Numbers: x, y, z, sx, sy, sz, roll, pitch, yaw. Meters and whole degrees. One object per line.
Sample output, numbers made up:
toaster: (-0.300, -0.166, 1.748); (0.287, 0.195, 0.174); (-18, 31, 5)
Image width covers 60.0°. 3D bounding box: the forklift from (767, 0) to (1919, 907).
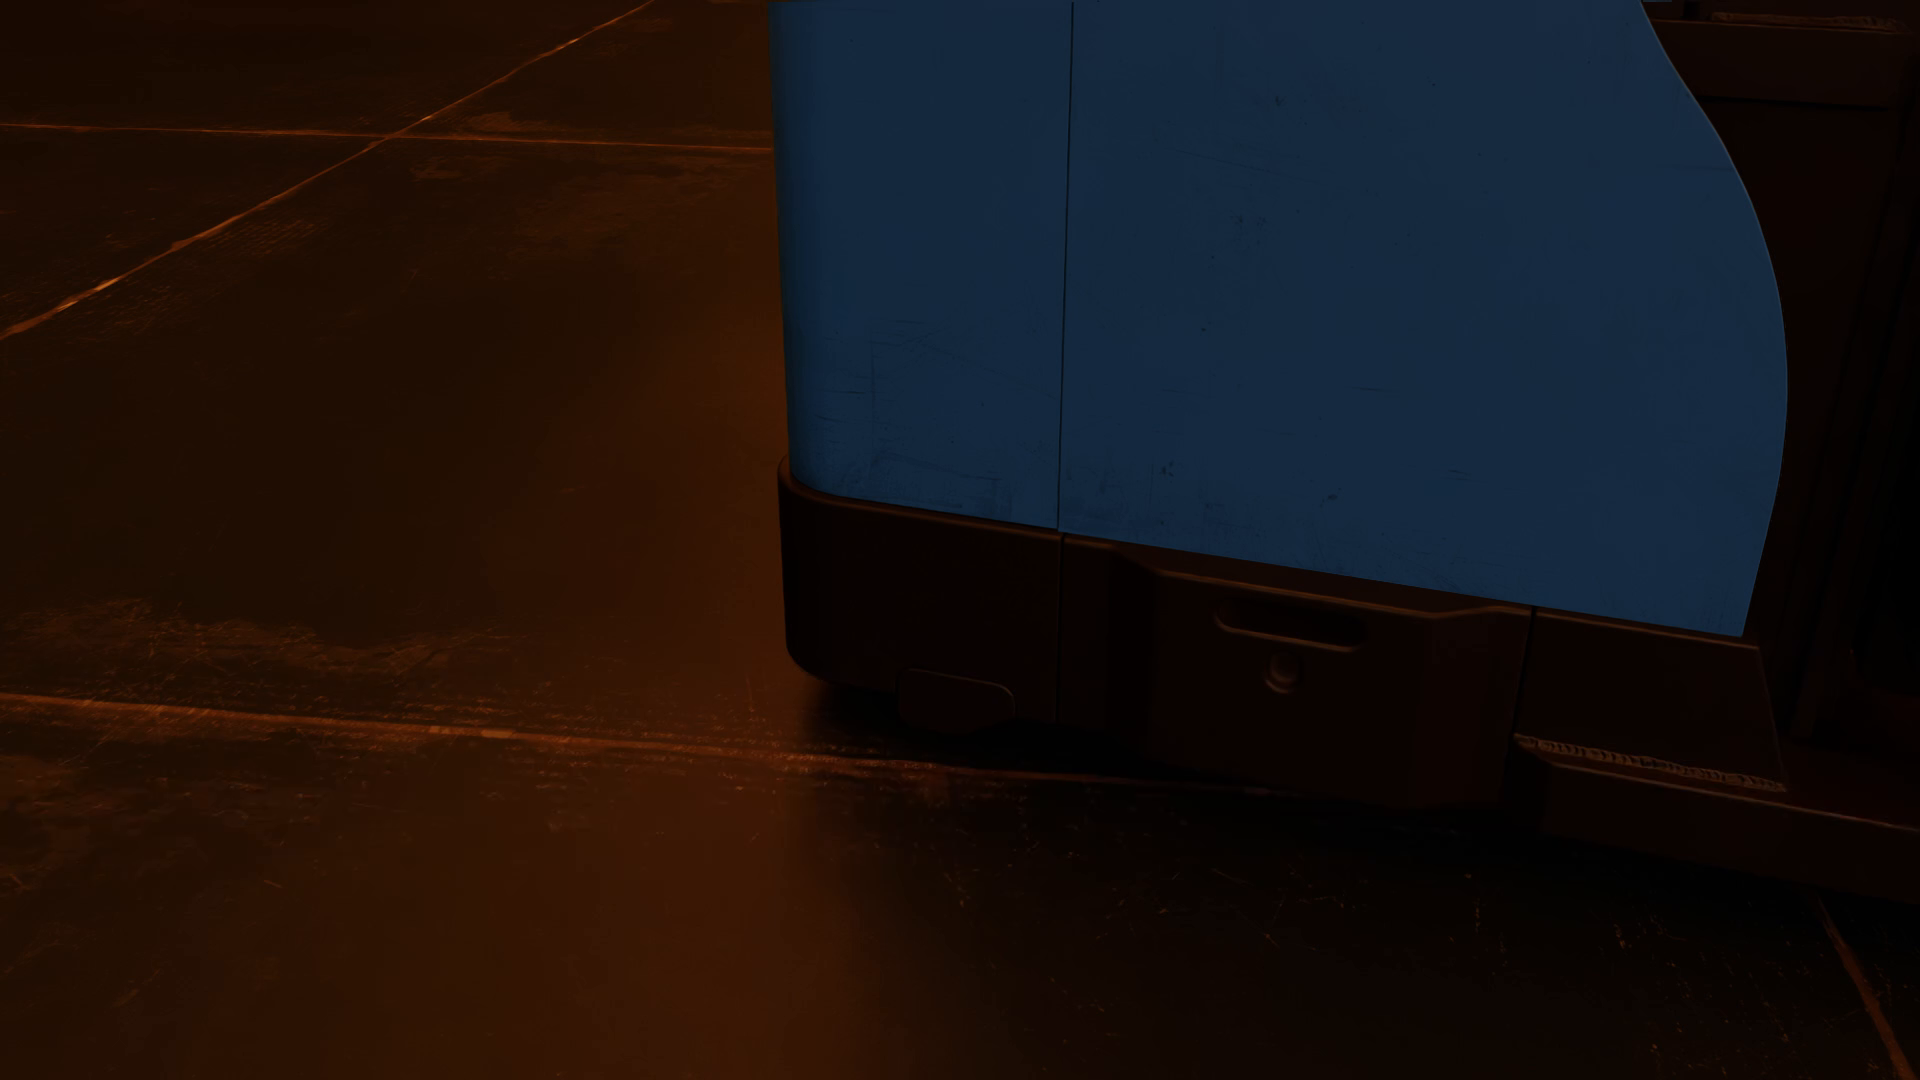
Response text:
forklift: (1.356, -1.084, 1.389); (3.031, 2.935, 1.130); (9, 28, 18)
